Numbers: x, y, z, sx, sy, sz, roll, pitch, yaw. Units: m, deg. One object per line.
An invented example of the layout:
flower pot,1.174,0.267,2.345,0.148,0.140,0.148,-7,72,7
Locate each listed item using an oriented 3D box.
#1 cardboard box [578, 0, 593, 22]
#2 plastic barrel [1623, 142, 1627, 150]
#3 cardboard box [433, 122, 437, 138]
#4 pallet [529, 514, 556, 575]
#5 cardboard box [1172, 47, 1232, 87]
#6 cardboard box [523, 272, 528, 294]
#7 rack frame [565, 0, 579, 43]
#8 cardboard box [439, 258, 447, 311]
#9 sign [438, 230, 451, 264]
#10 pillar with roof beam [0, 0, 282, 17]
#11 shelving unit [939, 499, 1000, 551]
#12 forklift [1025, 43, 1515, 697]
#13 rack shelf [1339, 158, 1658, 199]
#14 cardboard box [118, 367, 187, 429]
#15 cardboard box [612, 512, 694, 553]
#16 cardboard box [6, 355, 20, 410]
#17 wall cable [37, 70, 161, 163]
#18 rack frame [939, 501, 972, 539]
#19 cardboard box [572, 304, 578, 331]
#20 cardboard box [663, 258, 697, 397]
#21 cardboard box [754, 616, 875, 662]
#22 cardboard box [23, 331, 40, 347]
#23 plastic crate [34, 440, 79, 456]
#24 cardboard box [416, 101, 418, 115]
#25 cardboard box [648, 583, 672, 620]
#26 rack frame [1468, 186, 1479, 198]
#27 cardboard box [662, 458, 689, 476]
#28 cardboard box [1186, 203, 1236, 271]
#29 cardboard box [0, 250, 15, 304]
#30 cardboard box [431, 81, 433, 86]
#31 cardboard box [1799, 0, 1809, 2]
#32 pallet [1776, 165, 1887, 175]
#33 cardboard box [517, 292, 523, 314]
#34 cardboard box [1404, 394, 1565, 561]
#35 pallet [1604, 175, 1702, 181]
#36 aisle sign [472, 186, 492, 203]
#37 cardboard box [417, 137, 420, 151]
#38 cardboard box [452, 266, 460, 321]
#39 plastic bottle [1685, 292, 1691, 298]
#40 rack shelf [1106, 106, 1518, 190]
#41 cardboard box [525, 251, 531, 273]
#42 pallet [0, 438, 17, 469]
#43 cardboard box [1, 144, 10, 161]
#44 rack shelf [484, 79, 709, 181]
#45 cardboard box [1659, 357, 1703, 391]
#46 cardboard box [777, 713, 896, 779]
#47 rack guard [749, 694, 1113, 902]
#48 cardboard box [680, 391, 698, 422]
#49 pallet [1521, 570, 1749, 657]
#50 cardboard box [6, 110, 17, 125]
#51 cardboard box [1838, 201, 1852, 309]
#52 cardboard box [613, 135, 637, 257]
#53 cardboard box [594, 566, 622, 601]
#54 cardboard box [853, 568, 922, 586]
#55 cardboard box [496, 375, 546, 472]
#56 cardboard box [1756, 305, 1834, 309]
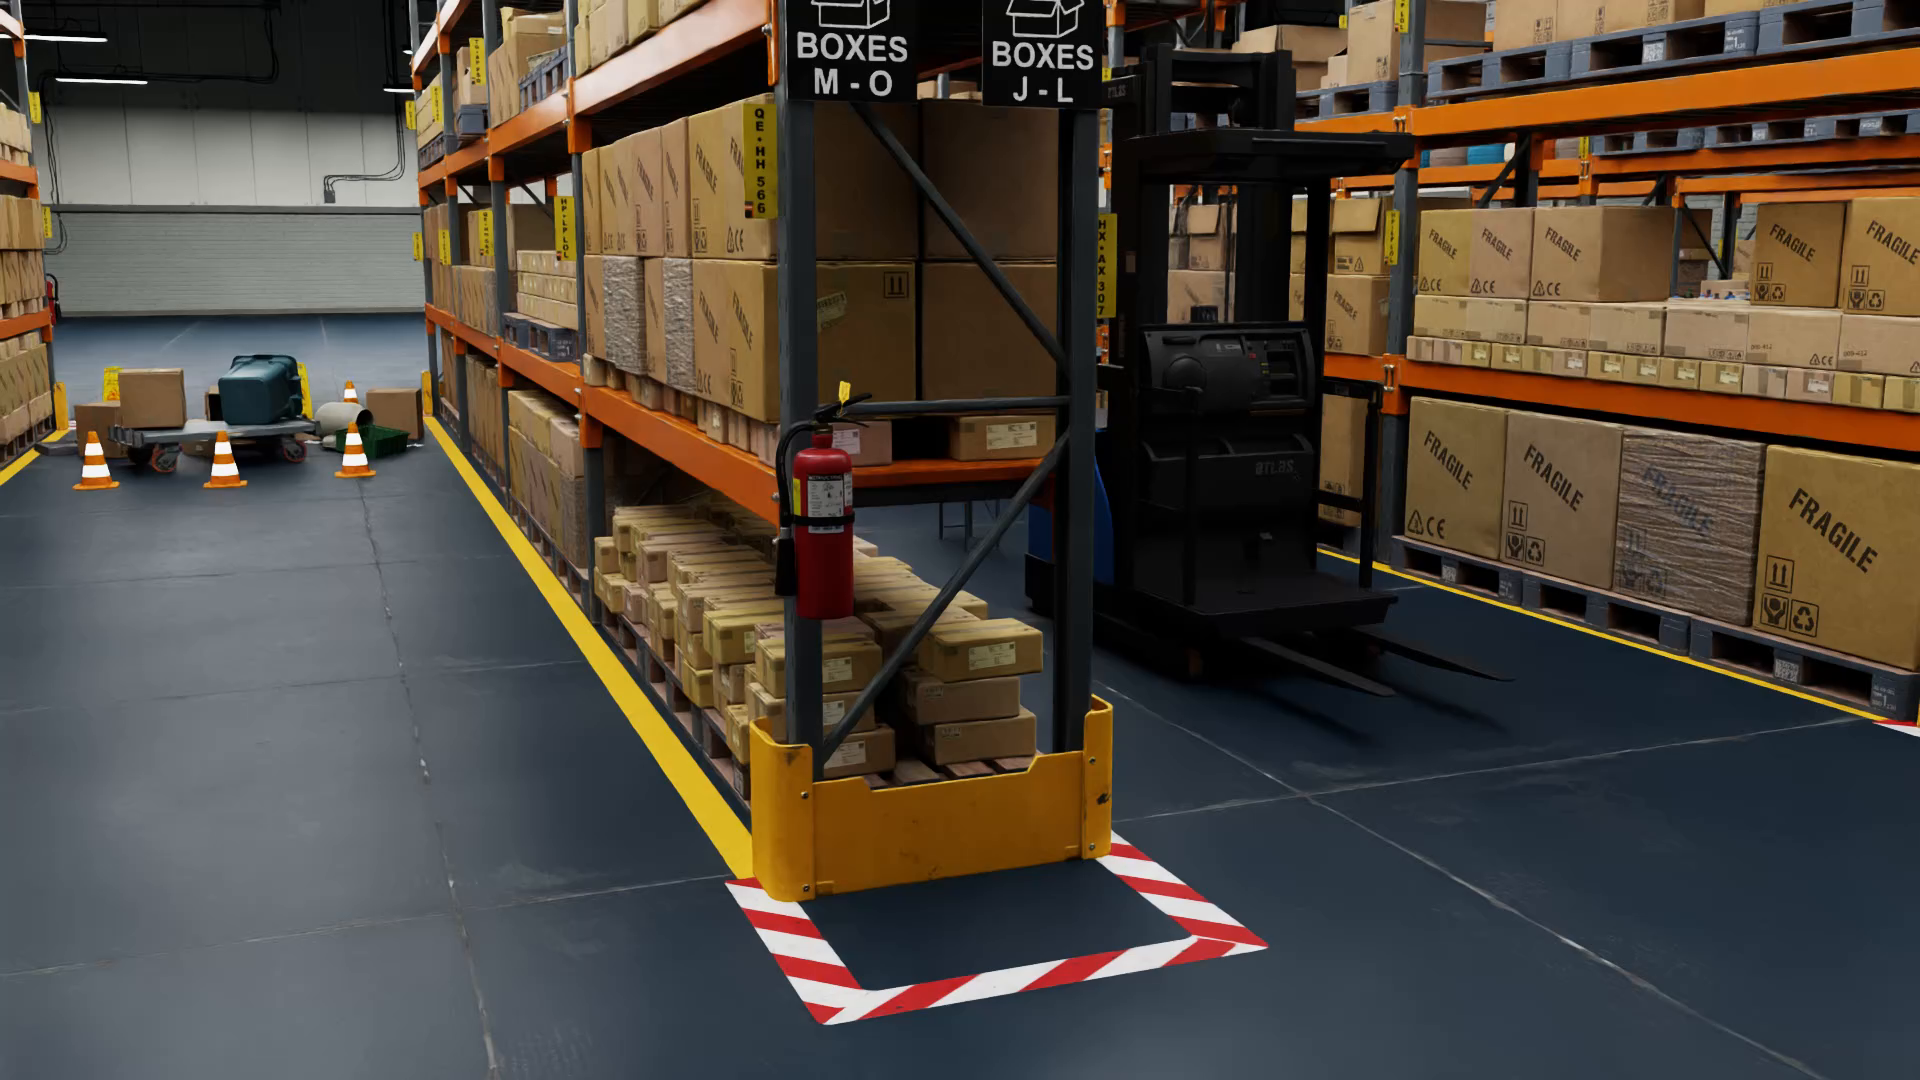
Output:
cardboard box,-1.555,-2.616,7.997,0.500,0.250,0.500,-4,11,-19
plastic barrel,6.494,-3.928,16.054,0.421,0.512,0.421,0,10,0
cardboard box,-5.114,-4.140,16.795,0.380,0.149,0.250,-4,11,-21
pallet,-2.235,-0.014,10.897,1.003,0.211,1.213,-4,11,-21
cardboard box,1.993,-3.651,13.322,0.797,0.503,0.637,-3,11,-18
cardboard box,-2.867,-1.807,11.684,0.380,0.149,0.250,-3,11,-18
rack frame,-1.506,-4.014,8.292,1.000,3.000,0.127,-4,11,-21
cardboard box,-5.141,-2.764,17.964,0.875,0.550,0.500,-4,11,-21
sign,-4.921,-2.796,15.876,0.100,0.325,0.005,-4,11,-21
pillar with roof beam,-22.503,-10.326,43.775,9.100,9.000,0.548,-4,11,-21
shelving unit,0.060,-0.564,11.163,0.258,1.200,0.503,-4,11,-21
forklift,1.407,-0.867,7.926,1.130,2.935,3.031,-4,11,-23
rack shelf,5.596,-3.775,17.567,1.077,0.370,4.000,-4,11,-21
cardboard box,-7.333,-1.296,15.115,0.500,0.500,0.500,-4,11,-21
cardboard box,-1.529,-0.039,8.314,0.380,0.149,0.250,-3,11,-18
cardboard box,-9.149,-1.458,15.563,0.500,0.500,0.500,-3,11,-19
wall cable,-23.829,-11.747,46.209,3.097,2.526,0.112,-4,11,-21
rack frame,-0.028,-0.604,11.387,0.240,1.200,0.015,-4,11,-21
cardboard box,-2.017,-1.279,9.564,0.380,0.149,0.250,-4,11,-21
cardboard box,-0.833,-0.827,6.369,0.500,0.500,0.500,-4,11,-21
cardboard box,-0.522,0.381,5.954,0.380,0.149,0.250,-4,11,-20
cardboard box,-9.702,-2.060,17.097,0.380,0.149,0.250,-4,11,-19
plastic crate,-8.786,-0.907,16.288,0.402,0.080,0.583,-9,13,-40
cardboard box,-6.030,-4.946,19.053,0.380,0.149,0.250,-4,11,-20
cardboard box,-1.170,0.278,7.383,0.380,0.149,0.250,-4,11,-21
rack frame,8.040,-3.946,25.037,1.000,3.000,0.127,-4,11,-21
cardboard box,-1.527,-0.543,9.706,0.500,0.250,0.500,-4,11,-23
cardboard box,2.188,-2.328,12.792,0.797,0.503,0.637,-4,11,-20
cardboard box,-9.255,-2.484,15.686,0.500,0.500,0.500,-4,11,-21
cardboard box,-5.106,-4.531,16.716,0.380,0.149,0.250,-4,11,-20
cardboard box,4.273,-2.669,7.524,0.700,0.500,0.500,-4,11,-23
pallet,10.201,-4.311,19.065,1.003,0.211,1.213,-3,11,-18
cardboard box,-2.981,-1.711,11.990,0.380,0.149,0.250,-4,11,-22
cardboard box,3.318,-0.407,10.009,0.875,0.875,0.875,-4,11,-21
pallet,9.156,-4.863,21.885,1.003,0.211,1.213,-4,11,-21
aisle sign,-5.600,-4.330,19.773,0.394,0.787,0.004,-4,11,-21
cardboard box,-6.029,-4.552,19.114,0.380,0.149,0.250,-4,11,-20
cardboard box,-4.465,-2.313,15.571,0.500,0.500,0.500,-4,11,-20
plastic bottle,6.434,-2.040,14.654,0.061,0.283,0.133,-4,11,-21
rack shelf,2.429,-2.808,12.130,1.077,0.370,4.000,-4,11,-21
cardboard box,-2.784,-1.918,11.455,0.380,0.149,0.250,-4,11,-21
pallet,-9.258,-0.770,15.147,1.003,0.211,1.213,-4,11,-21
cardboard box,-9.443,-3.753,16.108,0.380,0.149,0.250,-4,11,-22
rack shelf,-2.230,-2.510,10.453,1.077,0.370,4.000,-4,11,-21
cardboard box,3.701,-0.828,8.229,0.380,0.149,0.250,-4,11,-21
cardboard box,-0.441,0.717,5.768,0.380,0.149,0.250,-4,11,-20
rack guard,-0.084,0.811,5.435,1.175,0.500,0.348,-4,11,-21
cardboard box,-0.934,-0.577,6.818,0.380,0.149,0.250,-4,11,-20
pallet,3.802,0.343,8.891,1.003,0.211,1.213,-4,11,-21
cardboard box,-9.866,-4.313,16.977,0.380,0.149,0.250,-4,11,-22
cardboard box,4.500,-1.325,7.741,0.500,0.500,0.500,-4,11,-22
cardboard box,-1.213,-1.492,7.250,0.500,0.500,0.500,-4,11,-20
cardboard box,-1.673,0.216,8.581,0.380,0.149,0.250,-4,11,-23
cardboard box,-0.372,0.221,6.852,0.380,0.149,0.250,-3,11,-19
cardboard box,-3.092,-0.918,13.239,1.050,0.750,0.750,-4,11,-22
cardboard box,4.308,-1.041,8.284,0.500,0.250,0.500,-4,11,-23
